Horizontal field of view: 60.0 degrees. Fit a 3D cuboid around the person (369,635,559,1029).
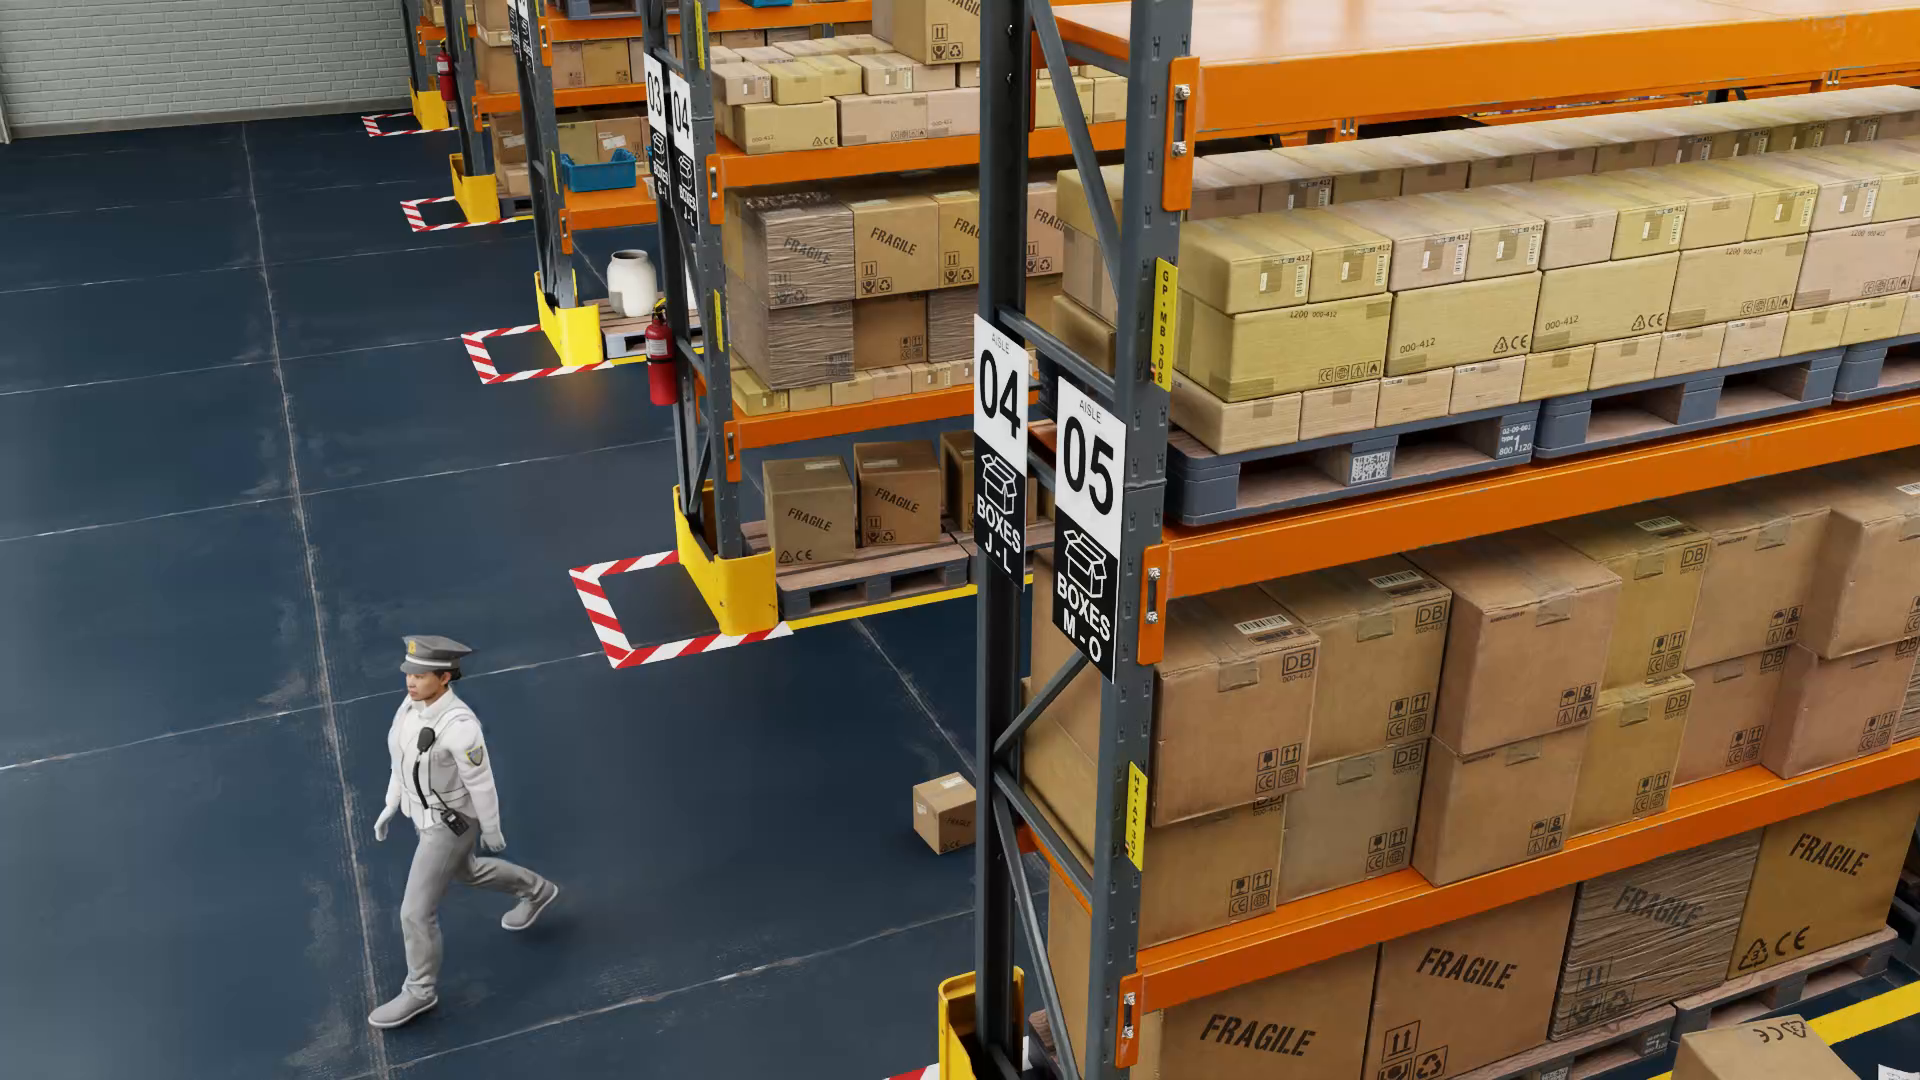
[{"bbox_3d":[-2.110,1.108,6.799,0.950,1.641,0.475,-20,33,-35],"label":"person"}]
